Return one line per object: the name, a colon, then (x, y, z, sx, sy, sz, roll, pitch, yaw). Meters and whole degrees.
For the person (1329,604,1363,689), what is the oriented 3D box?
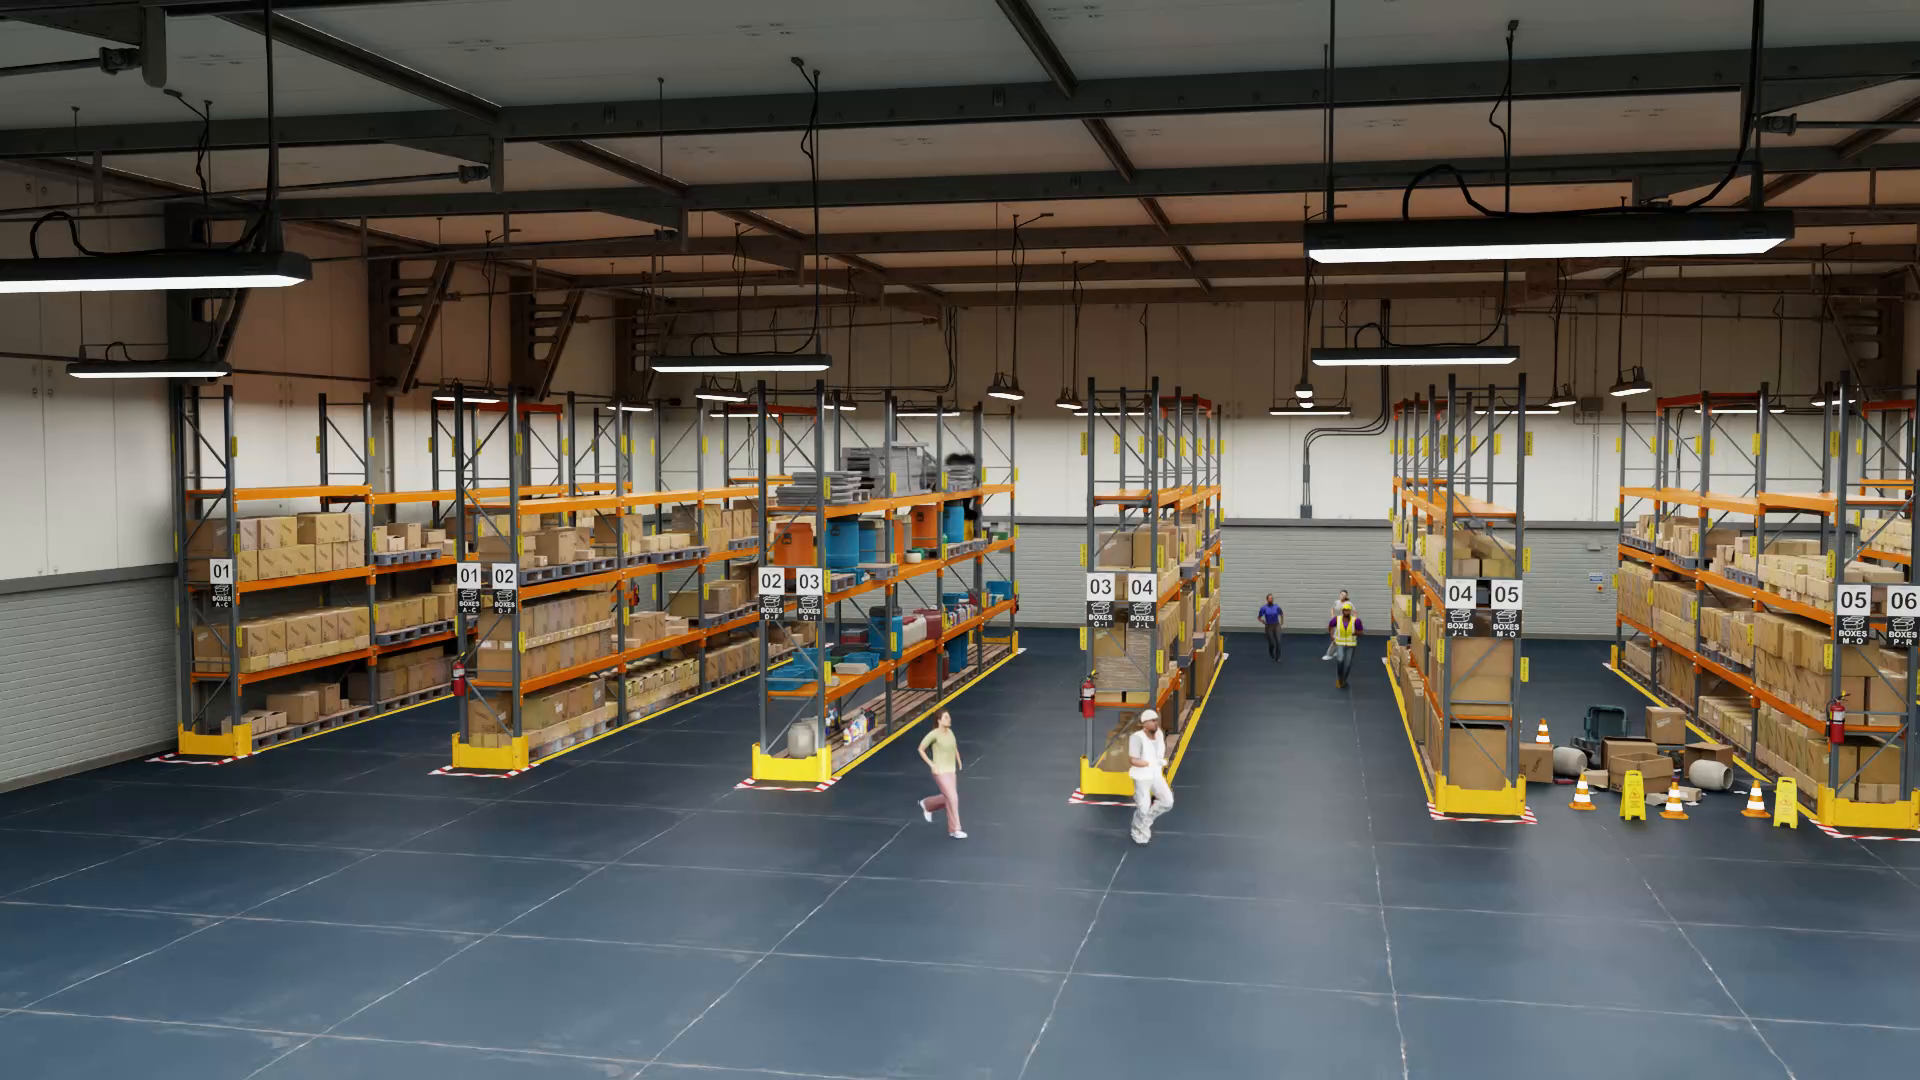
person: (8.001, 2.204, 34.471, 0.679, 1.775, 0.760, 0, 3, 7)

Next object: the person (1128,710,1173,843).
person: (2.384, 2.960, 20.716, 0.726, 1.721, 0.728, -2, 4, -37)

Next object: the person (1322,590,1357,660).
person: (8.940, 1.979, 39.036, 0.913, 1.635, 0.669, -3, 4, -44)

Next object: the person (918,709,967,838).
person: (-0.235, 2.989, 21.430, 0.845, 1.636, 0.615, 3, 4, 40)

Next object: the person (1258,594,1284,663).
person: (7.239, 2.053, 38.647, 0.604, 1.597, 0.613, 0, 3, -4)
